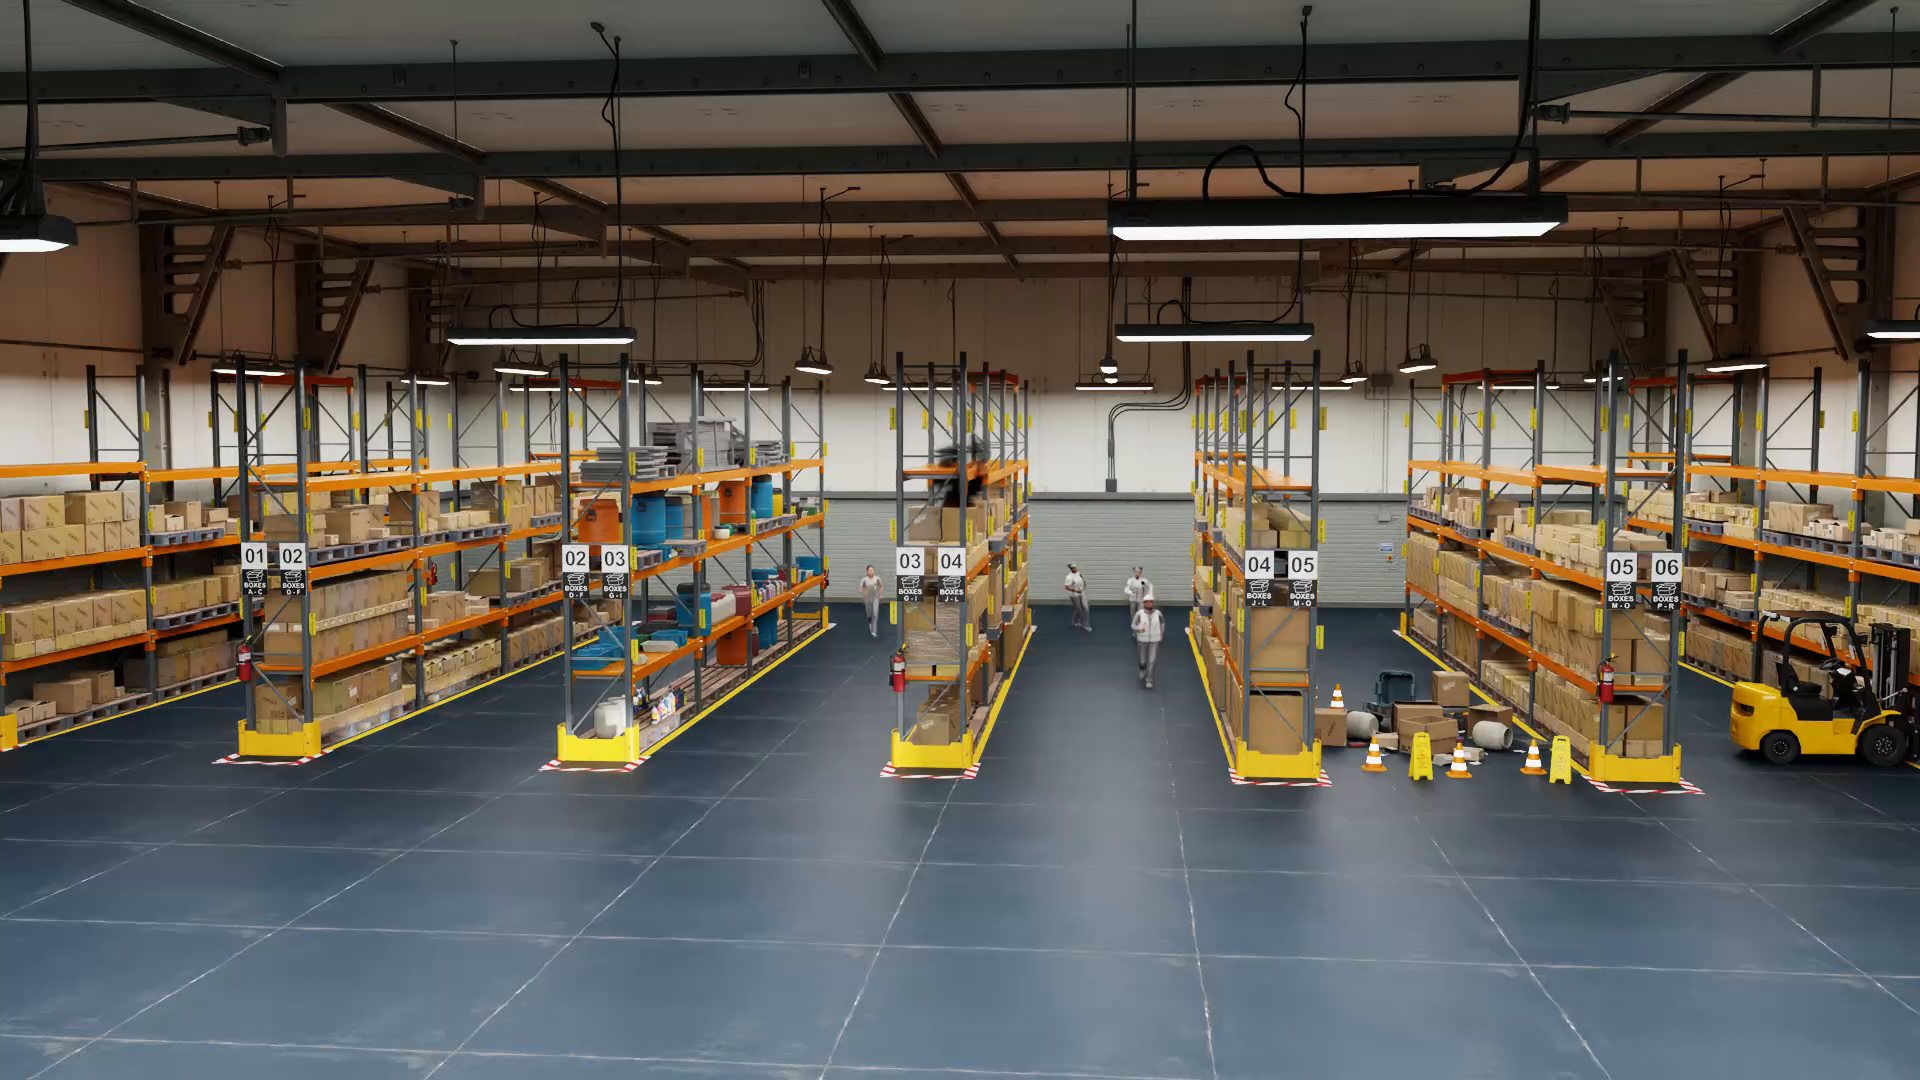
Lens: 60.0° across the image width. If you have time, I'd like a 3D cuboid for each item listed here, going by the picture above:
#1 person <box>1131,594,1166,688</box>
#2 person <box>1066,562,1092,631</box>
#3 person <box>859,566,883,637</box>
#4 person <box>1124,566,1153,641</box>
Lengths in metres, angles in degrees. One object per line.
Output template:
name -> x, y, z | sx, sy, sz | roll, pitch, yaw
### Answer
person -> 3.564, 1.892, 31.430 | 0.665, 1.743, 0.775 | 0, 4, 2
person -> 2.810, 1.343, 39.920 | 0.626, 1.665, 0.742 | -3, 5, -35
person -> -2.082, 1.424, 39.056 | 0.576, 1.655, 0.814 | 0, 4, -6
person -> 4.091, 1.467, 38.209 | 0.625, 1.767, 0.727 | 1, 4, 14
